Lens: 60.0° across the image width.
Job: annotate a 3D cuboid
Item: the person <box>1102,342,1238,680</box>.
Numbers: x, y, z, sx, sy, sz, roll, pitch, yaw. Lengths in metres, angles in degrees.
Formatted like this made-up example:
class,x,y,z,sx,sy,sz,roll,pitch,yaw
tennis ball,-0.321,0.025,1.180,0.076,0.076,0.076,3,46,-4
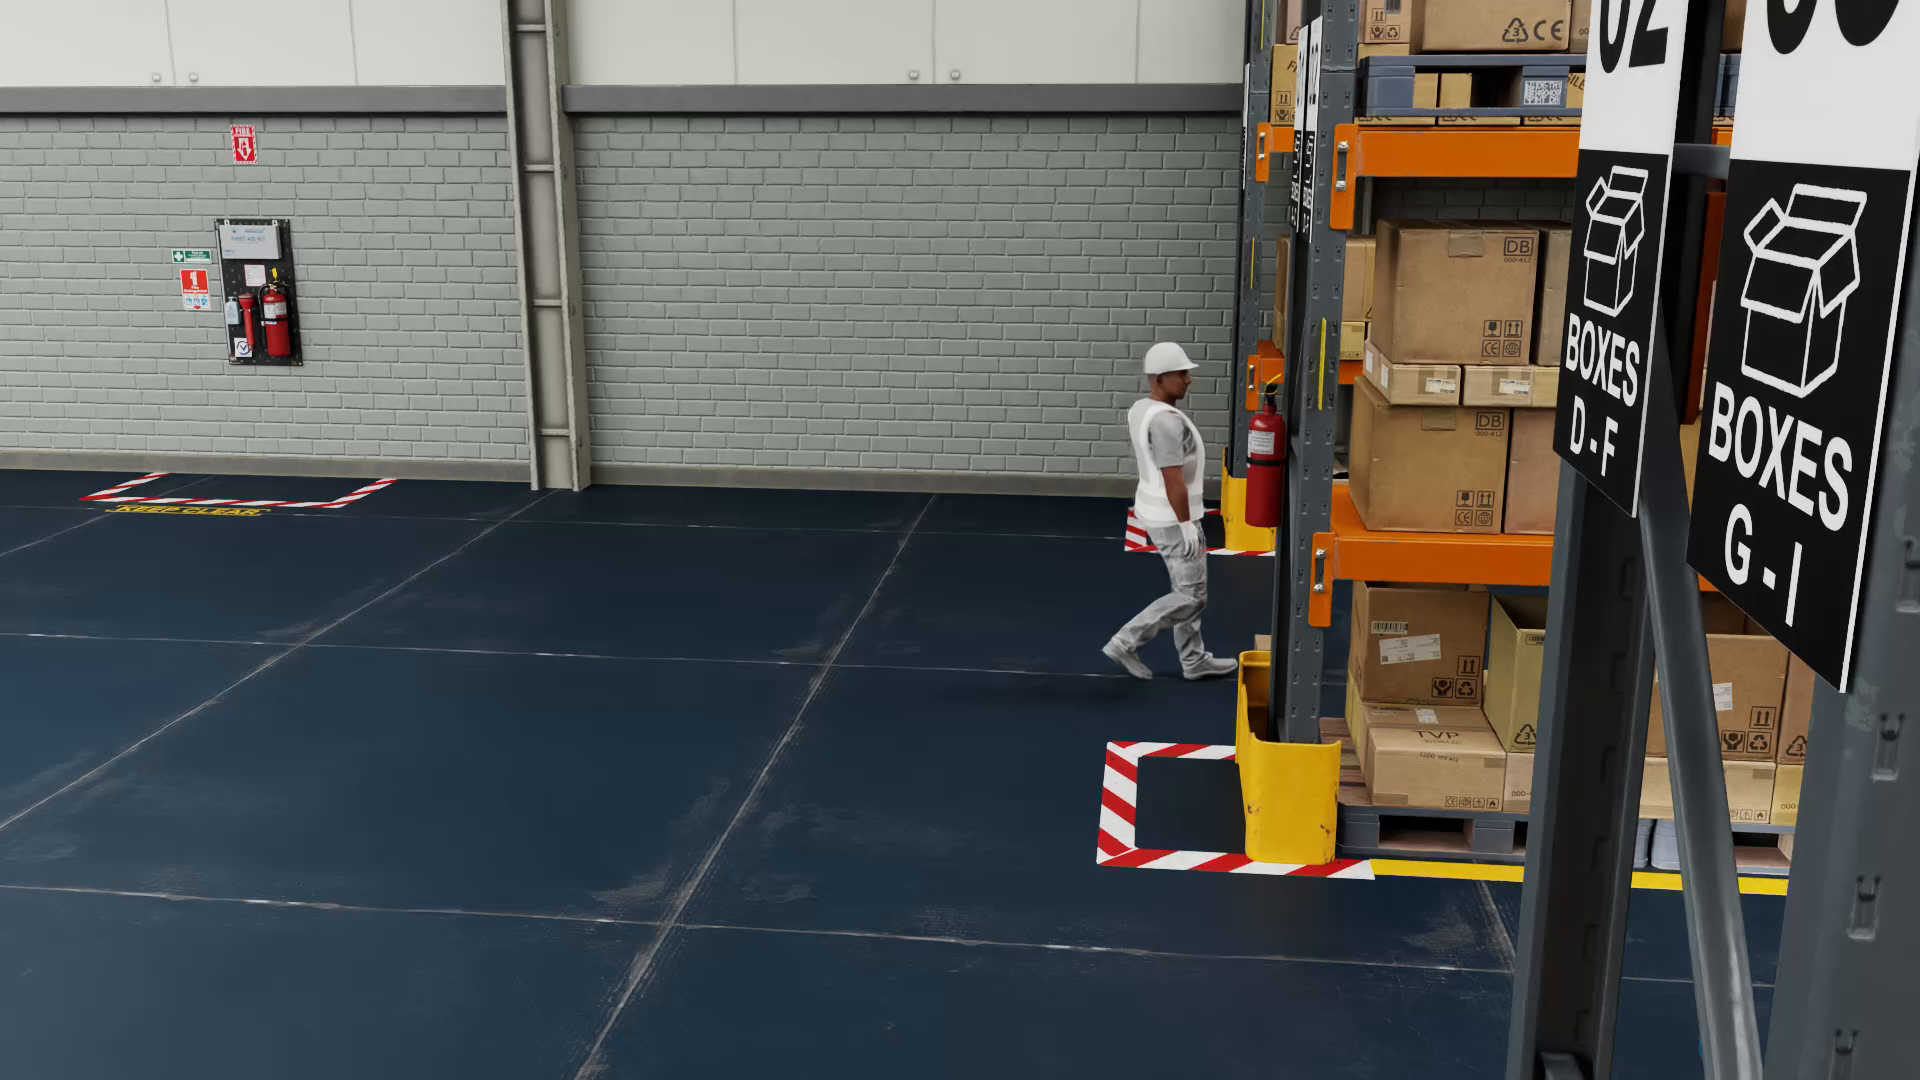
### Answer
class,x,y,z,sx,sy,sz,roll,pitch,yaw
person,1.090,-0.113,8.402,0.779,1.770,0.584,-1,14,-6
